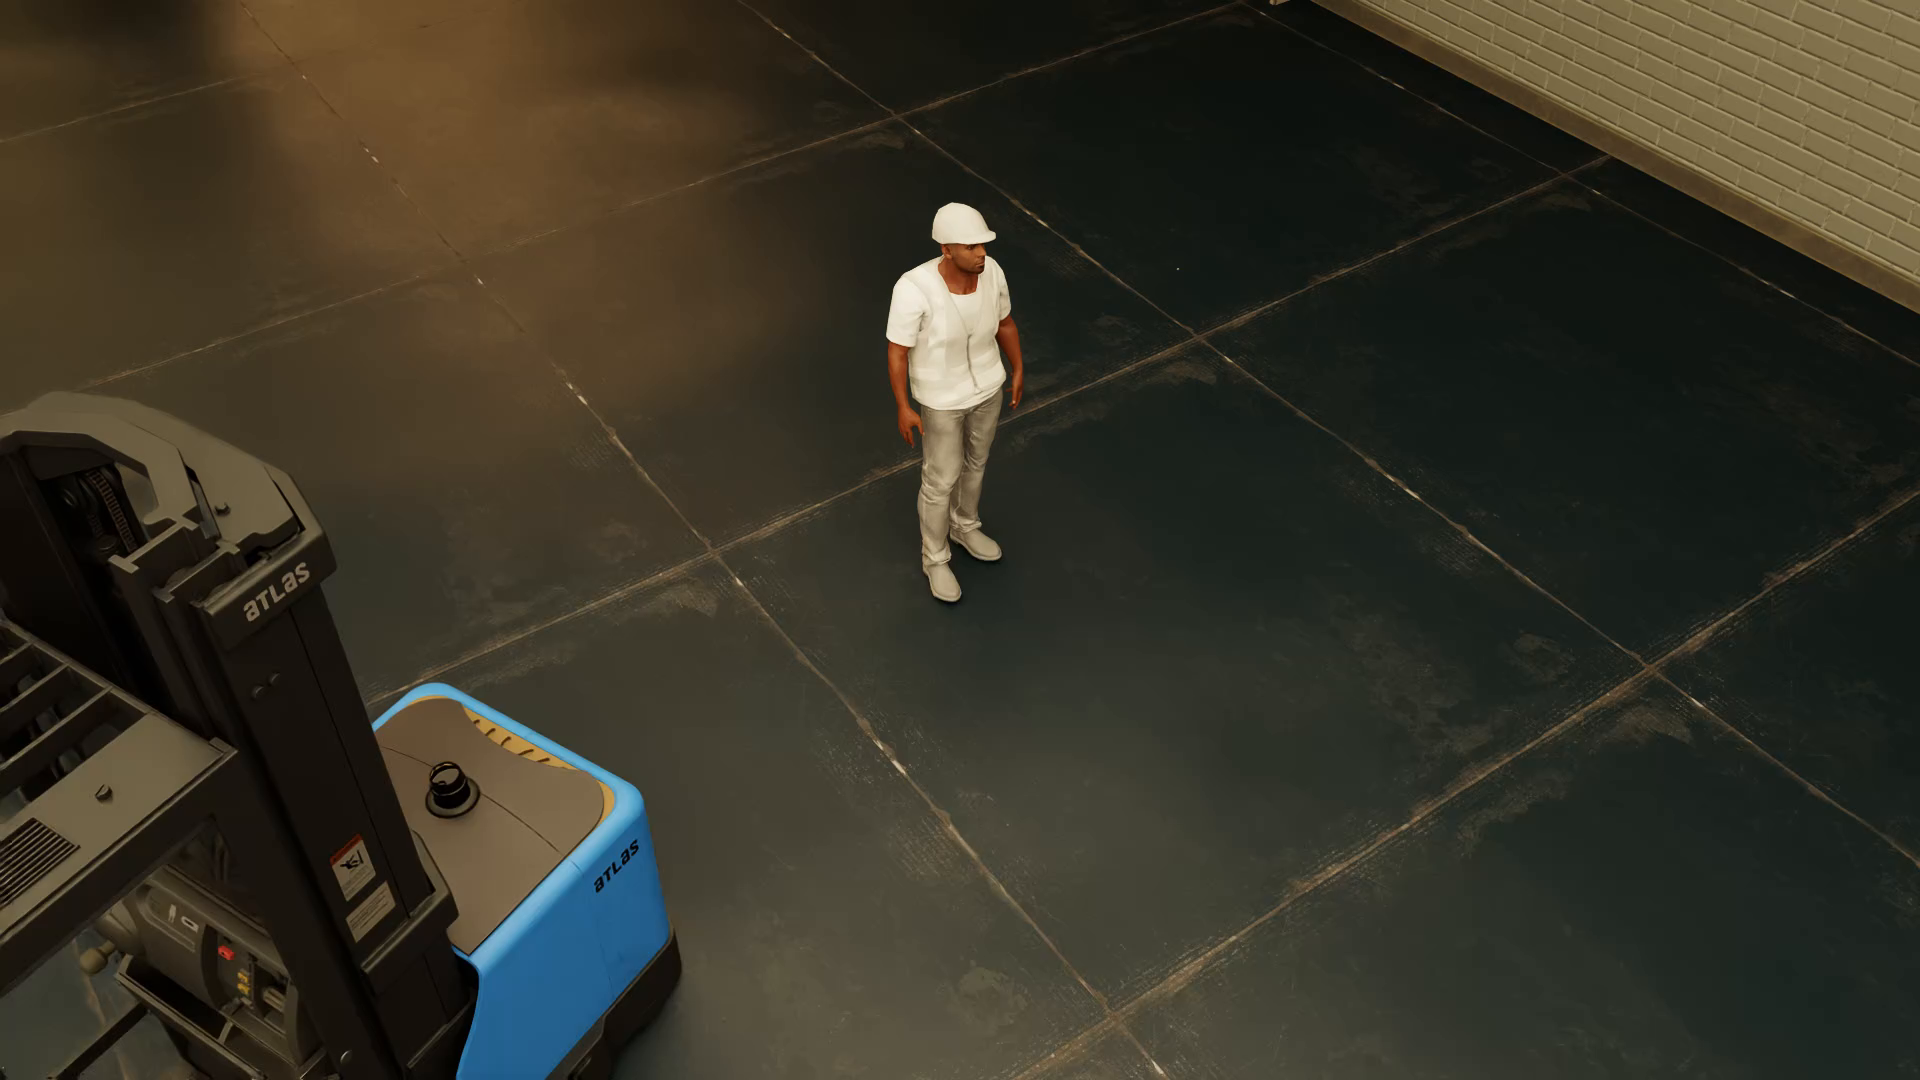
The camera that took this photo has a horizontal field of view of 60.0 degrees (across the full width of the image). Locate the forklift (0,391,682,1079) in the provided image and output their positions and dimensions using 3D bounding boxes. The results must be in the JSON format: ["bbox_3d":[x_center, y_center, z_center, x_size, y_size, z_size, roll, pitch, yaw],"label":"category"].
[{"bbox_3d":[-2.226,1.203,4.410,1.130,2.935,3.031,23,47,23],"label":"forklift"}]

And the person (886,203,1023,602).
[{"bbox_3d":[0.035,-0.614,7.230,0.665,1.768,0.575,-25,48,-25],"label":"person"}]
